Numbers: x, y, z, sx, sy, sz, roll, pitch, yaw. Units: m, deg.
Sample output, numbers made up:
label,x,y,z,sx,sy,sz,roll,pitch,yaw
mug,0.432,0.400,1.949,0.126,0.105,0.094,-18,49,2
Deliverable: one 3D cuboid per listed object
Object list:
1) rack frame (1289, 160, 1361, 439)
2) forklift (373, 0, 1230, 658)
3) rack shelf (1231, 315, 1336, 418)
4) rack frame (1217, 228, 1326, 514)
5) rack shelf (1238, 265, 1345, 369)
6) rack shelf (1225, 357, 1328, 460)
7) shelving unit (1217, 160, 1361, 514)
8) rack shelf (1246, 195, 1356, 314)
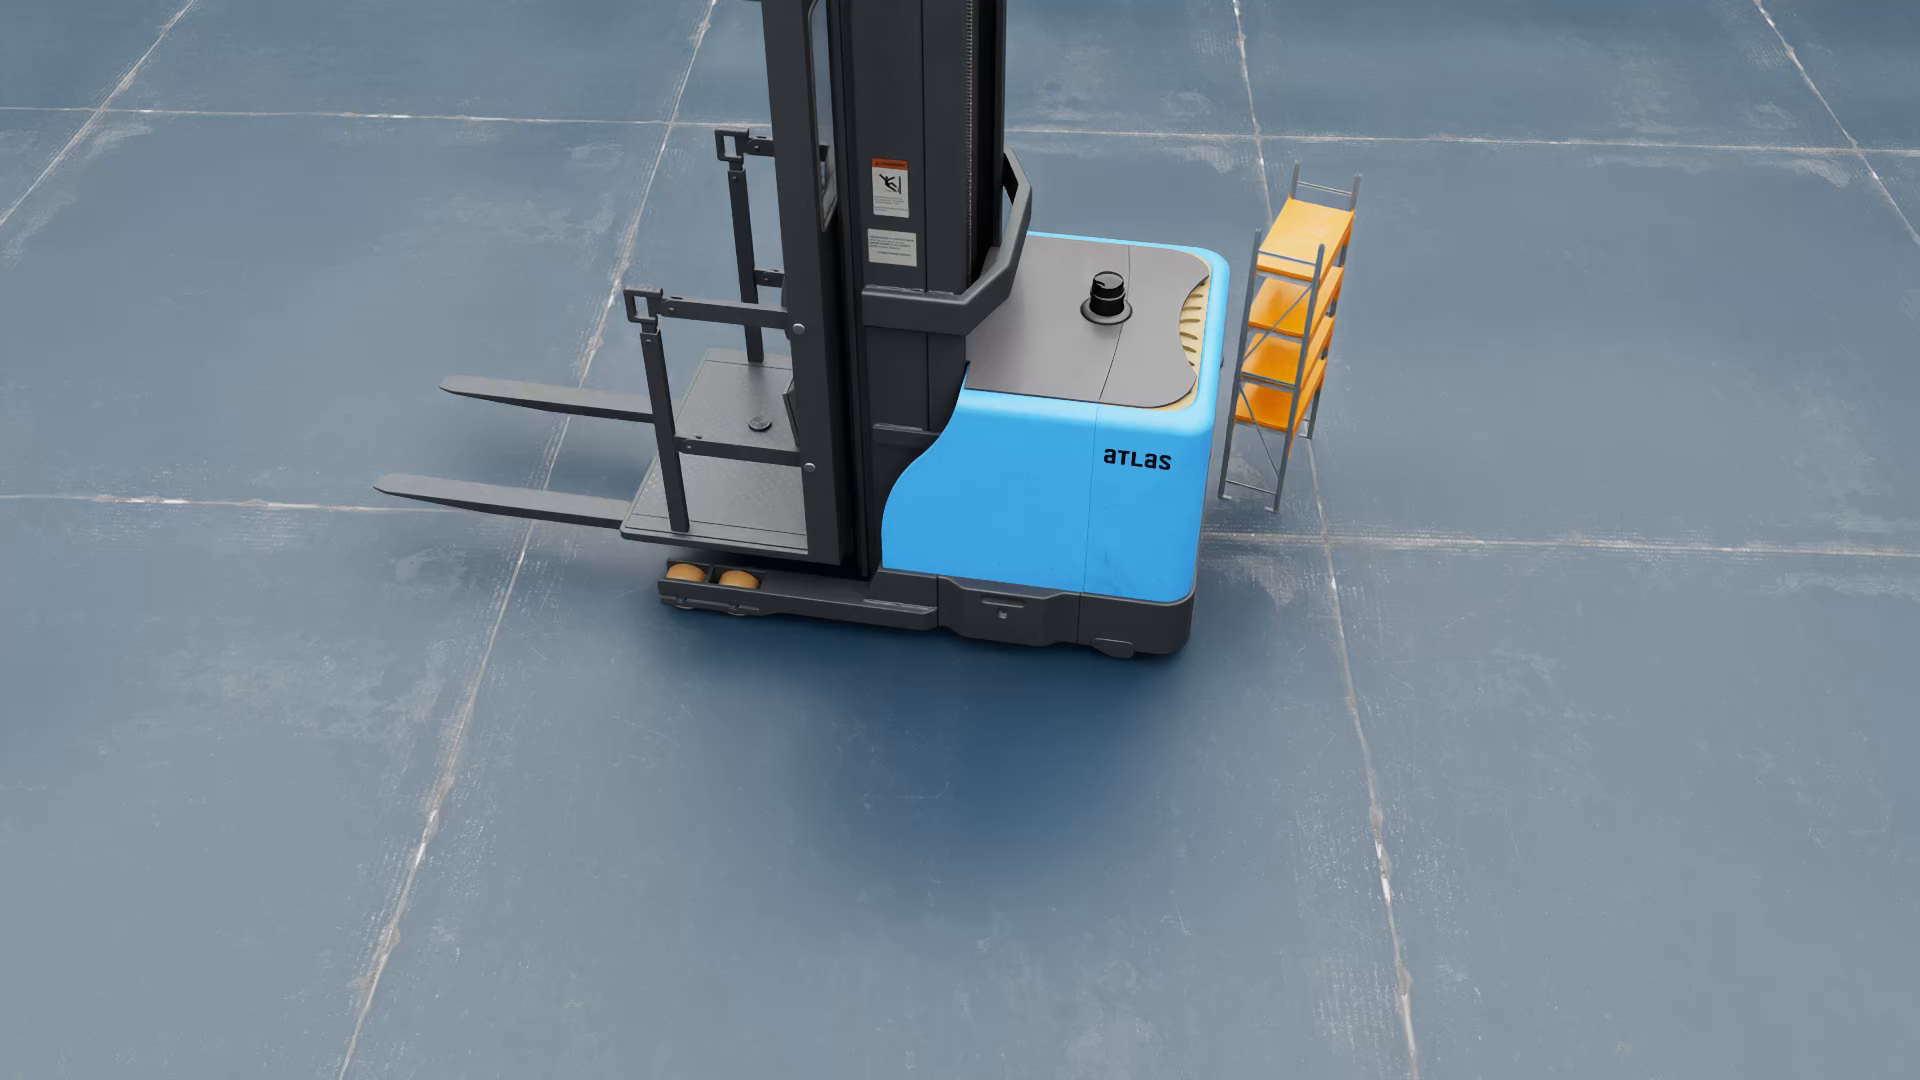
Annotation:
label,x,y,z,sx,sy,sz,roll,pitch,yaw
rack frame,1.306,-0.881,6.315,0.240,1.200,0.015,17,46,17
forklift,-0.620,-1.148,5.332,3.031,2.935,1.130,7,43,7
rack shelf,1.207,-0.680,6.198,0.258,0.148,0.480,17,46,17
rack frame,1.108,-0.577,5.989,0.240,1.200,0.015,17,46,17
rack shelf,1.207,-0.843,6.045,0.258,0.148,0.480,17,46,17
rack shelf,1.207,-0.534,6.333,0.258,0.148,0.480,17,46,17
shelving unit,1.207,-0.729,6.152,0.258,1.200,0.503,17,46,17
rack shelf,1.207,-1.016,5.884,0.258,0.148,0.480,17,46,17
